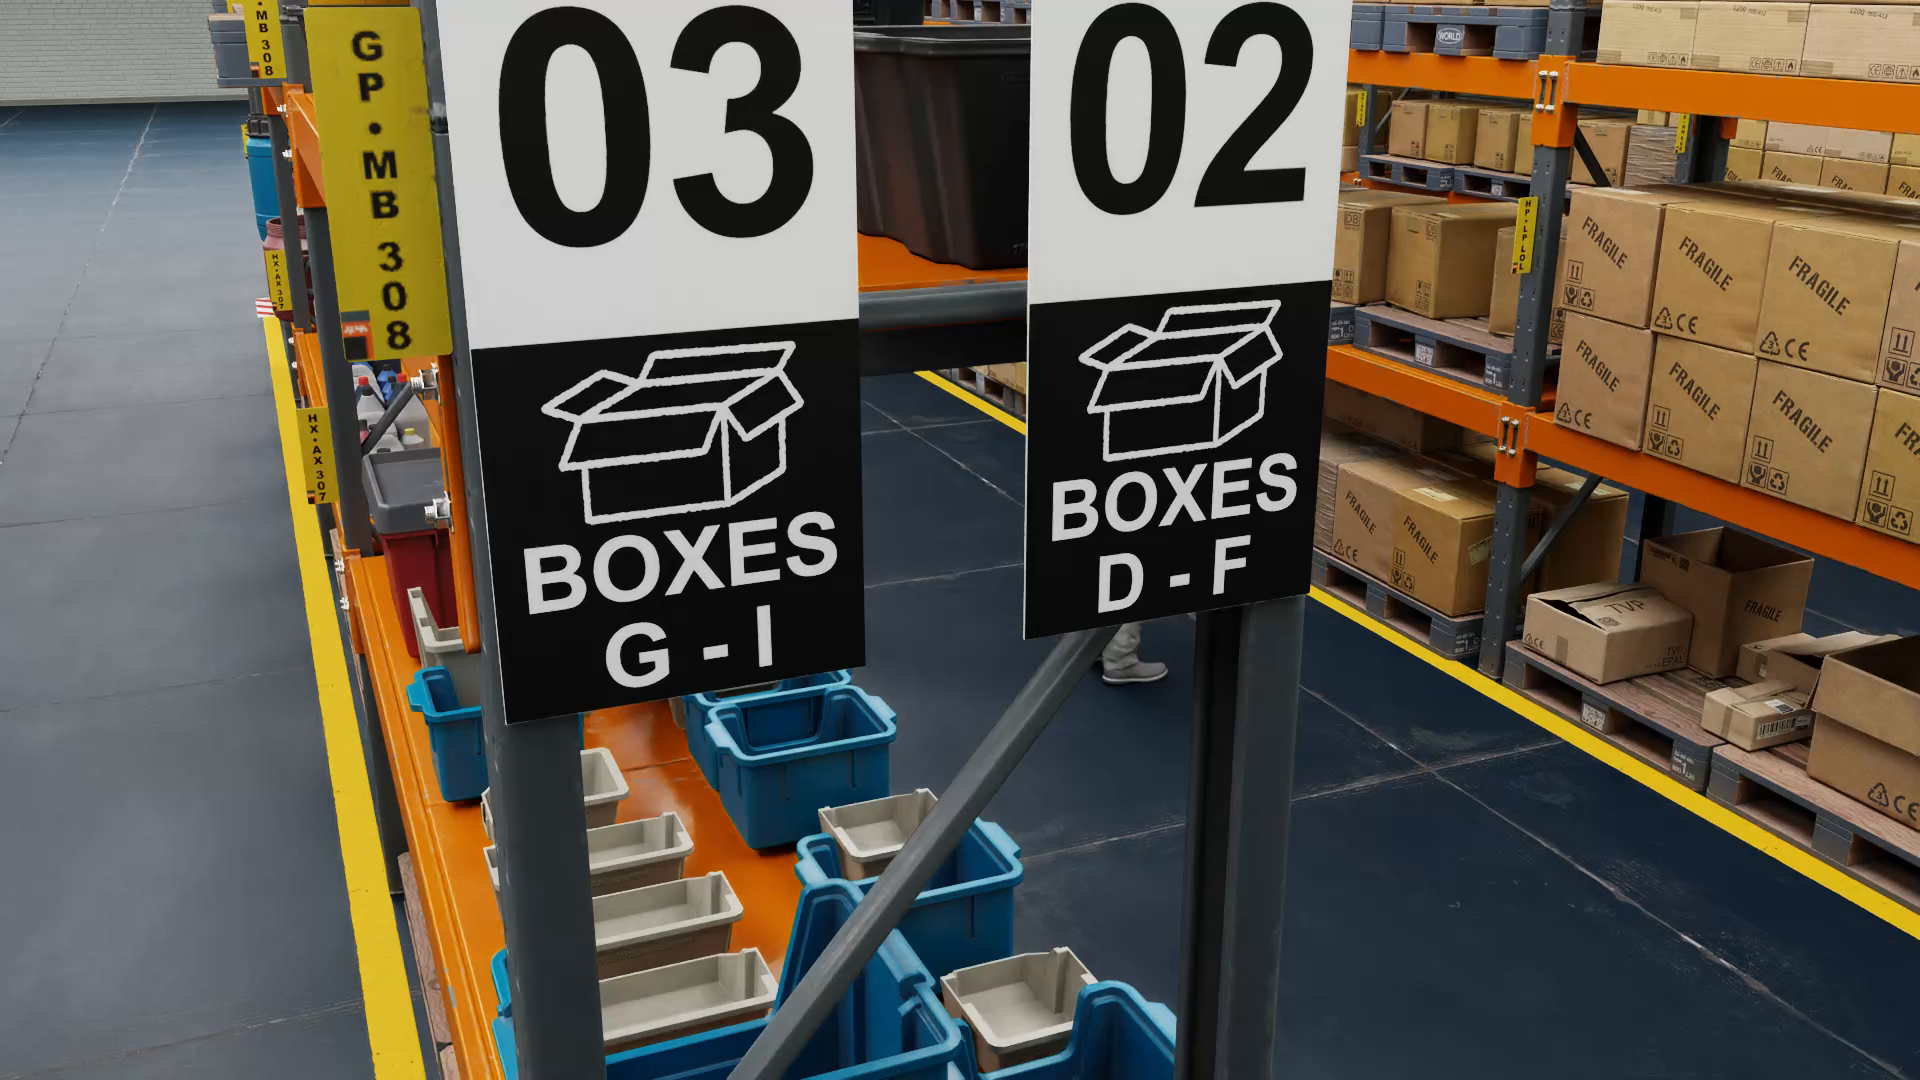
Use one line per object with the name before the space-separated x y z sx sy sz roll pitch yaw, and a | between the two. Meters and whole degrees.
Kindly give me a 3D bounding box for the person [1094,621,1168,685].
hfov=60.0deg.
person | 0.779 -0.233 7.704 0.545 1.770 0.521 -8 20 -22
